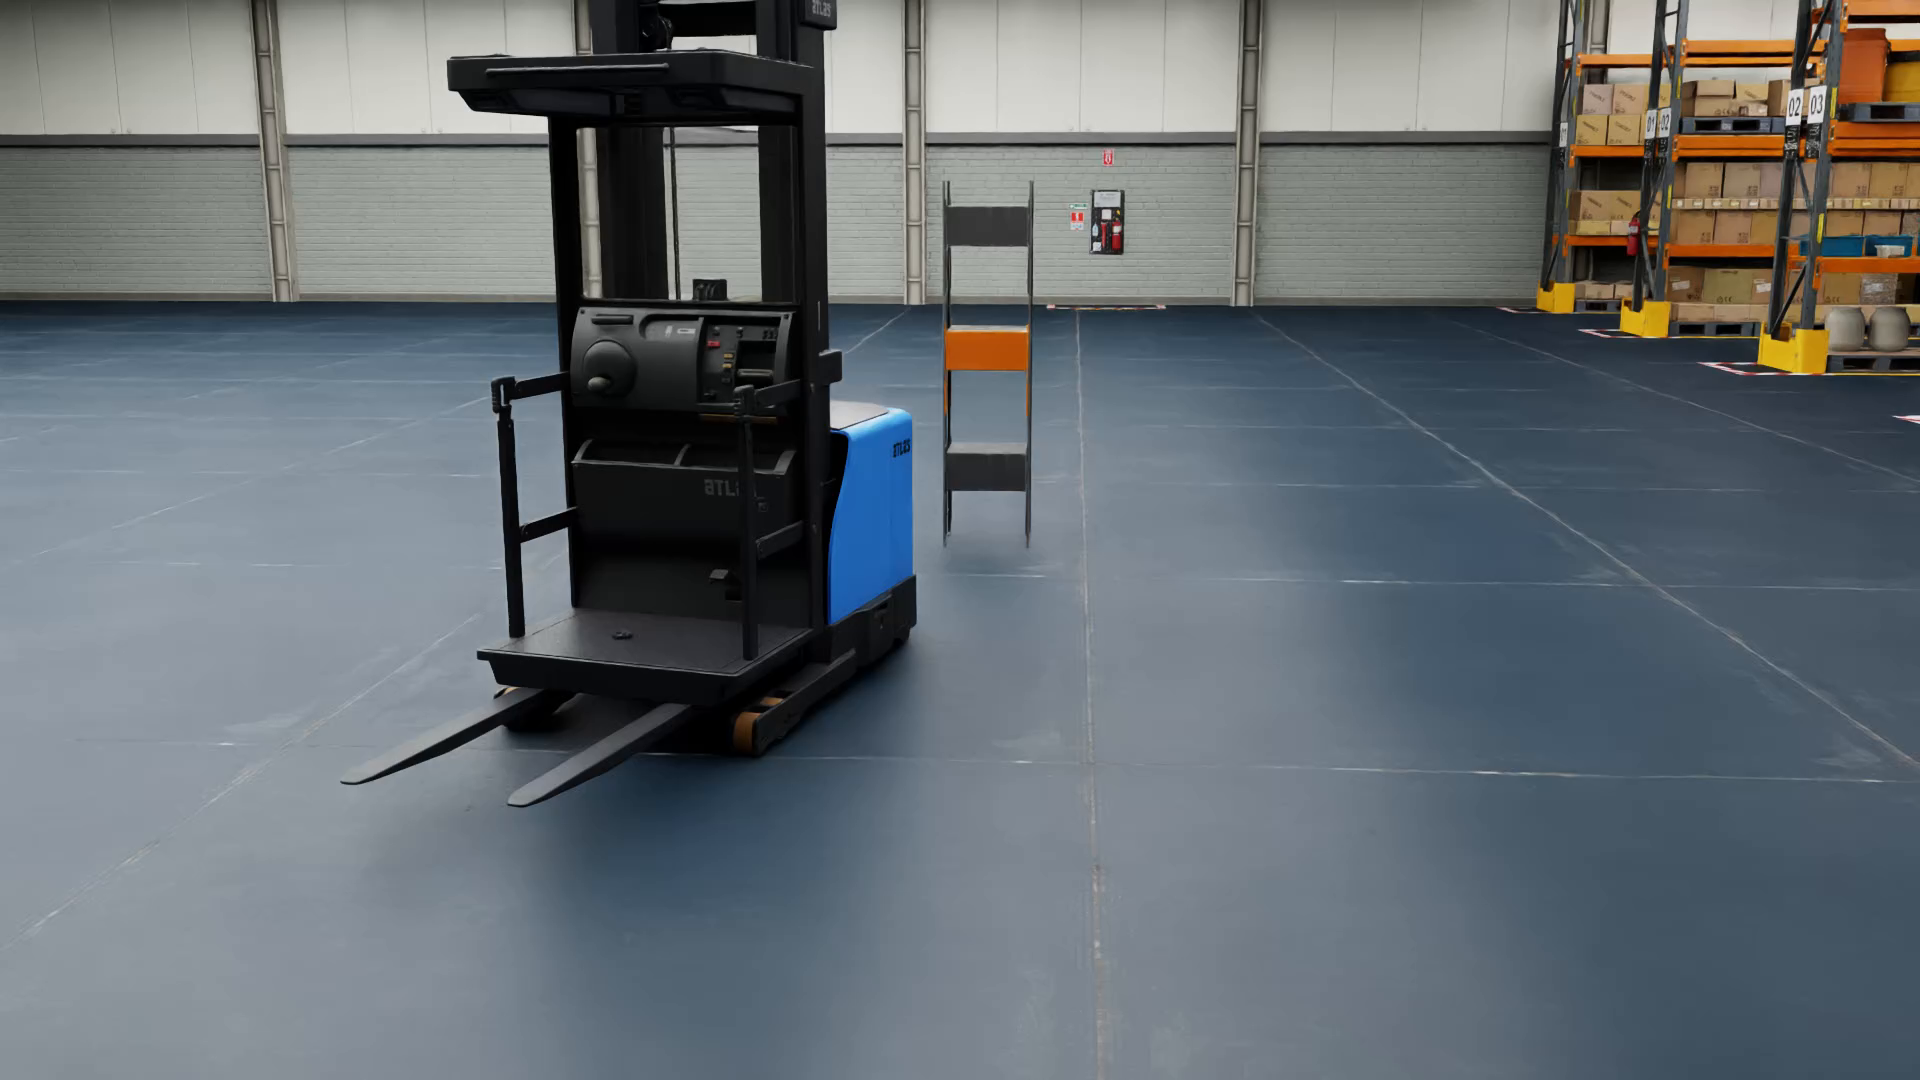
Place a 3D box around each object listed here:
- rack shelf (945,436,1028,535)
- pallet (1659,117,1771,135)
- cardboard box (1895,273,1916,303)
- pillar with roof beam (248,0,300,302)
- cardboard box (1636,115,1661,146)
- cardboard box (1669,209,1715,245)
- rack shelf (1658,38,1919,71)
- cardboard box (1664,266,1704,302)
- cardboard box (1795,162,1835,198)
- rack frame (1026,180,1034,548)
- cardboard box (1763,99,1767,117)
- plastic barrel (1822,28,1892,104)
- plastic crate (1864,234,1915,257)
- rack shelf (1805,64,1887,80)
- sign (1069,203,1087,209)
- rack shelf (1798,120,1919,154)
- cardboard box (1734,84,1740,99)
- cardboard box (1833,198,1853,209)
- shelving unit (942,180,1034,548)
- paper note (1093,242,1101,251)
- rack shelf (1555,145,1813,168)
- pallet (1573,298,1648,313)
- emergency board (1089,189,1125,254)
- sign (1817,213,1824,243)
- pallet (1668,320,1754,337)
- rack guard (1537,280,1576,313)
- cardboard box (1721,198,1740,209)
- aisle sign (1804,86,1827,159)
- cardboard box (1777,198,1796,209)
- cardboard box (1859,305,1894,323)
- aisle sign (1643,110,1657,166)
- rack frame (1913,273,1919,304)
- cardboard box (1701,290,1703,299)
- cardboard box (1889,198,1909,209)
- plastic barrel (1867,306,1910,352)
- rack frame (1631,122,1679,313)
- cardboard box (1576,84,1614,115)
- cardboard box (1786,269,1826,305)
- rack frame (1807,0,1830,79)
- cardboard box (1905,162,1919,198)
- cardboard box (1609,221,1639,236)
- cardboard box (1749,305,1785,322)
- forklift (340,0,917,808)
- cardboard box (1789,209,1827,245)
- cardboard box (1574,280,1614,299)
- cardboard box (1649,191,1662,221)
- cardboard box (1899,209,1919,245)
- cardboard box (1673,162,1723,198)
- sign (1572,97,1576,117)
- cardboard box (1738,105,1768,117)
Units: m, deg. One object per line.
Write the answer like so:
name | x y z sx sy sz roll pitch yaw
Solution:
rack shelf | 0.165 -0.327 9.860 0.480 0.518 0.431 1 12 4
pallet | 10.762 -5.908 23.746 1.213 0.211 1.003 1 12 4
cardboard box | 13.607 -3.740 24.352 0.500 0.500 0.500 1 12 4
pillar with roof beam | -13.092 -8.062 26.504 0.400 9.000 9.100 1 12 4
cardboard box | 11.754 -6.960 28.268 0.500 0.500 0.500 1 12 6
cardboard box | 10.523 -4.538 24.062 0.500 0.500 0.700 1 12 4
rack shelf | 12.054 -6.859 23.485 4.000 0.370 1.077 1 12 4
cardboard box | 10.613 -3.778 24.533 0.500 0.500 0.500 1 12 4
cardboard box | 12.104 -5.152 23.832 0.500 0.500 0.700 1 12 4
rack frame | 0.409 -1.022 9.698 0.015 2.100 0.400 1 12 4
cardboard box | 11.779 -6.227 23.906 0.500 0.311 0.500 2 12 10
plastic barrel | 10.217 -5.389 18.976 0.708 0.830 0.600 1 12 4
plastic crate | 10.890 -3.457 19.505 0.408 0.251 0.499 1 12 4
rack shelf | 16.372 -7.816 28.061 4.000 0.370 1.077 1 12 4
sign | 2.151 -6.104 30.414 0.331 0.109 0.001 1 12 4
rack shelf | 11.719 -4.575 18.914 4.000 0.370 1.077 1 12 4
cardboard box | 12.789 -7.433 28.088 0.500 0.500 0.500 0 12 2
cardboard box | 12.497 -4.787 23.670 0.250 0.149 0.380 1 12 5
shelving unit | 0.165 -1.025 9.714 0.503 2.100 0.431 1 12 4
paper note | 2.520 -5.386 30.513 0.142 0.148 0.016 1 12 4
rack shelf | 12.381 -6.599 28.589 4.000 0.370 1.077 1 12 4
pallet | 11.269 -4.126 29.146 1.213 0.211 1.003 1 12 4
emergency board | 2.692 -5.801 30.344 0.643 1.169 0.194 1 12 4
sign | 9.682 -3.509 18.713 0.005 0.325 0.100 1 12 4
pallet | 10.824 -3.131 24.392 1.213 0.211 1.003 1 12 4
rack guard | 10.461 -4.285 29.204 0.348 0.500 1.175 1 12 4
cardboard box | 10.948 -4.808 23.770 0.250 0.149 0.380 1 12 4
aisle sign | 9.632 -4.699 18.730 0.004 0.787 0.394 1 12 4
cardboard box | 11.720 -4.798 23.720 0.250 0.149 0.380 1 12 3
cardboard box | 13.074 -3.273 23.951 0.500 0.250 0.500 1 12 4
aisle sign | 10.012 -5.831 24.140 0.004 0.787 0.394 1 12 4
rack frame | 14.049 -4.443 23.854 0.127 3.000 1.000 1 12 4
cardboard box | 12.782 -4.301 29.063 0.250 0.149 0.380 0 12 -1
cardboard box | 13.255 -4.776 23.618 0.250 0.149 0.380 0 12 2
plastic barrel | 10.885 -2.473 19.489 0.421 0.512 0.421 0 12 0
rack frame | 10.058 -4.498 24.115 0.127 3.000 1.000 1 12 4
cardboard box | 10.753 -7.471 28.269 0.500 0.500 0.500 0 12 0
cardboard box | 12.075 -3.651 23.924 0.500 0.500 0.500 1 12 4
rack frame | 14.376 -8.392 28.078 0.127 3.000 1.000 1 12 4
cardboard box | 13.606 -5.132 23.734 0.500 0.500 0.700 1 12 4
cardboard box | 11.370 -5.370 28.605 0.500 0.250 0.500 0 12 2
cardboard box | 11.576 -3.292 24.039 0.500 0.250 0.500 1 12 4
forklift | -1.152 -0.730 6.270 1.130 2.935 3.031 4 12 18
cardboard box | 12.068 -4.517 23.964 0.500 0.500 0.700 1 12 5
cardboard box | 11.070 -4.381 29.051 0.500 0.311 0.500 -1 12 -3
cardboard box | 11.849 -5.728 28.483 0.500 0.500 0.500 0 12 2
cardboard box | 13.606 -4.497 23.866 0.500 0.500 0.700 0 12 2
cardboard box | 10.576 -5.172 23.926 0.500 0.500 0.700 1 12 4
sign | 10.349 -7.295 28.027 0.005 0.325 0.100 1 12 4
cardboard box | 11.220 -6.065 23.527 0.250 0.149 0.380 1 12 4
